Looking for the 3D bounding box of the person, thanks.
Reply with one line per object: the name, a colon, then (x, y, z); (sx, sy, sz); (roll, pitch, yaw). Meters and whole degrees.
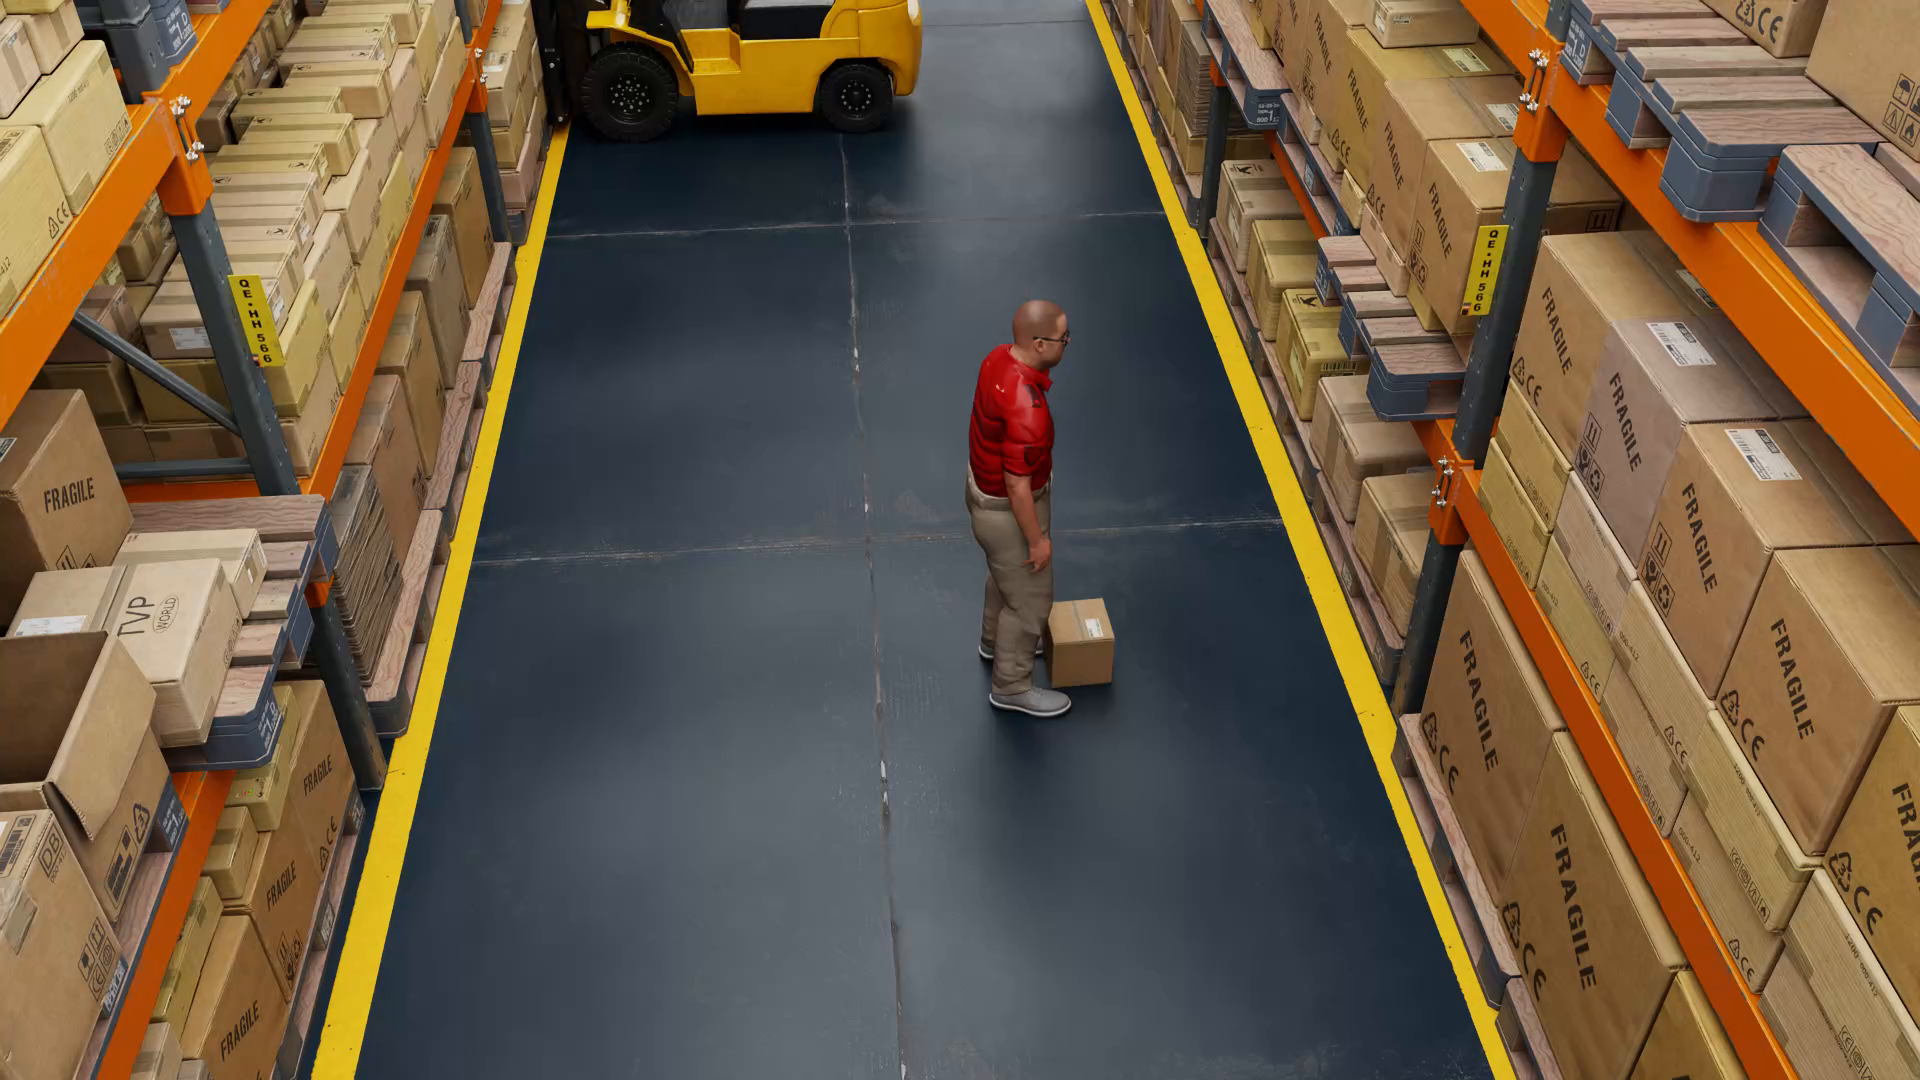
person: (0.226, -0.133, 6.331); (0.393, 1.726, 0.599); (-5, 39, -7)
